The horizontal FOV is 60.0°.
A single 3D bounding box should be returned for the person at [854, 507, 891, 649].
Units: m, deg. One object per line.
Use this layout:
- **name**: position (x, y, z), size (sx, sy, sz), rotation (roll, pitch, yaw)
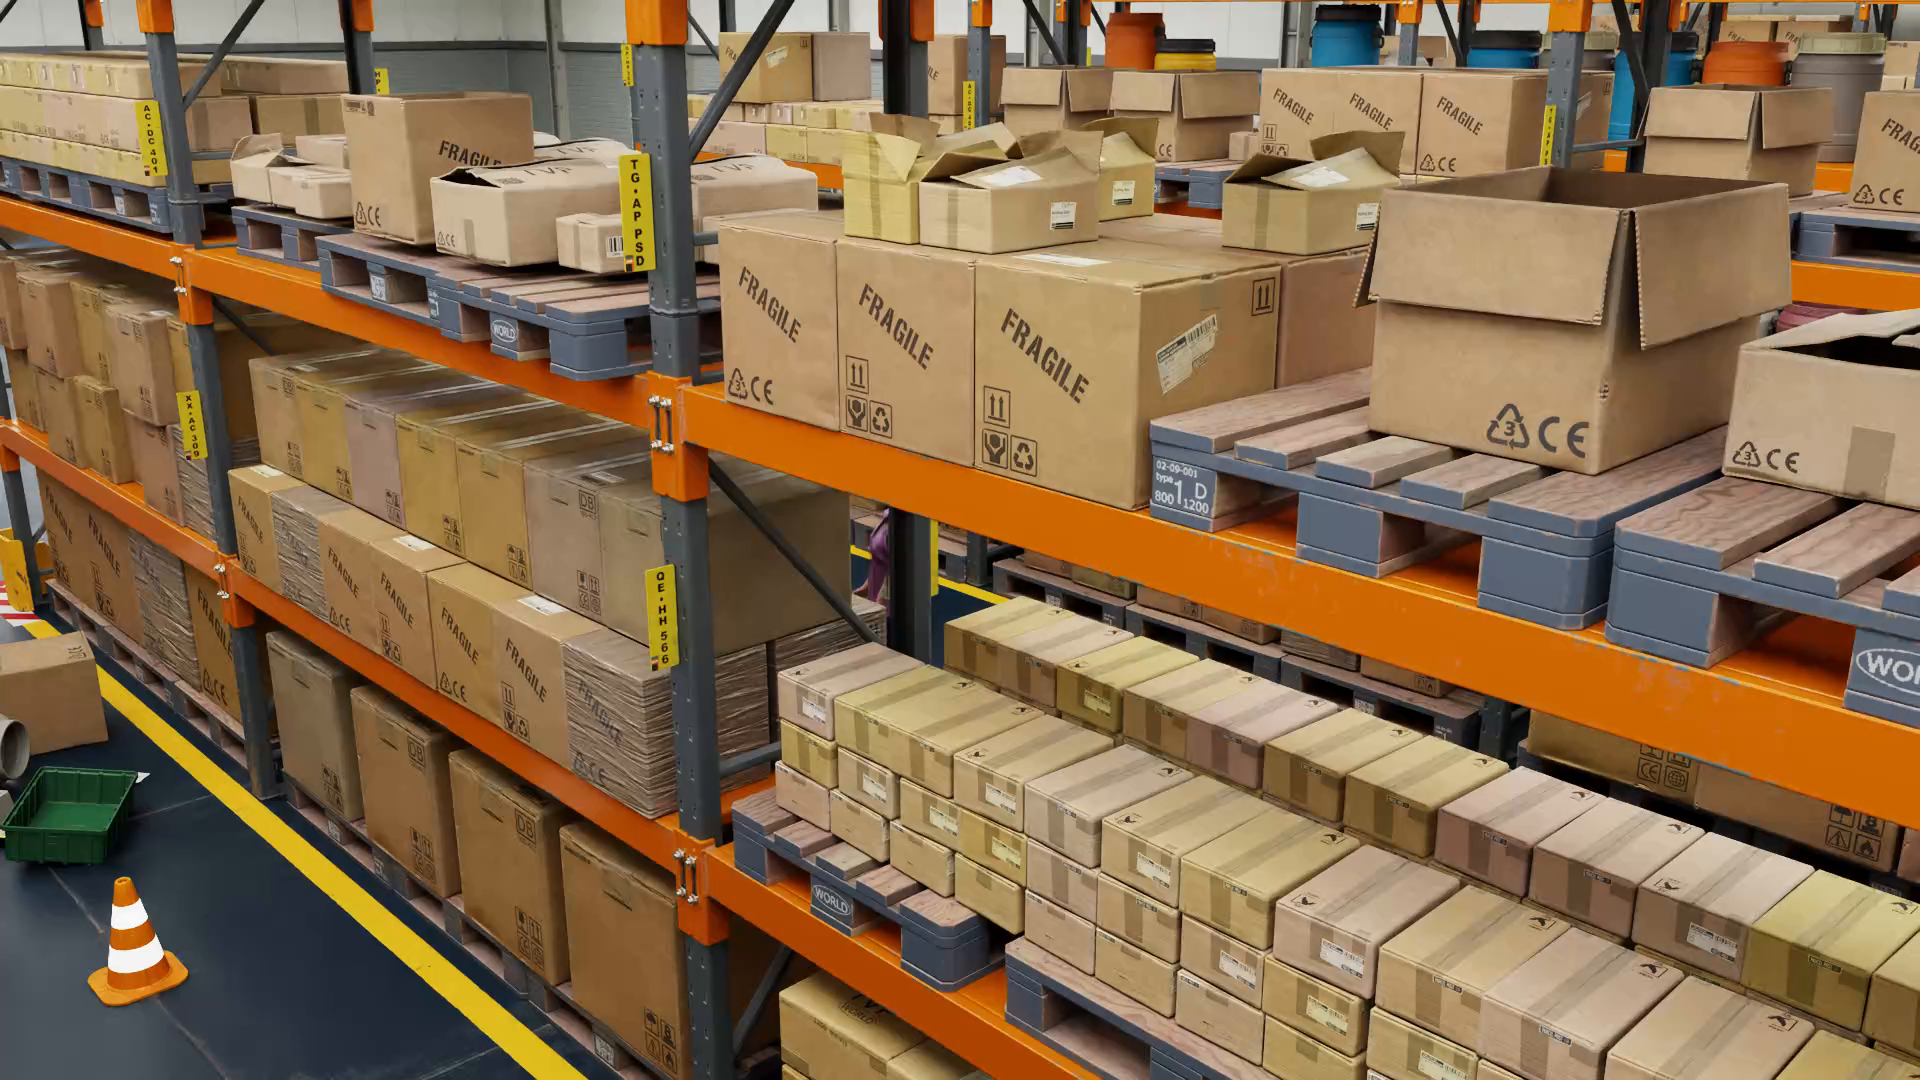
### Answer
- **person**: position (-0.415, 0.381, 8.879), size (0.496, 1.570, 0.476), rotation (-3, 18, -8)
